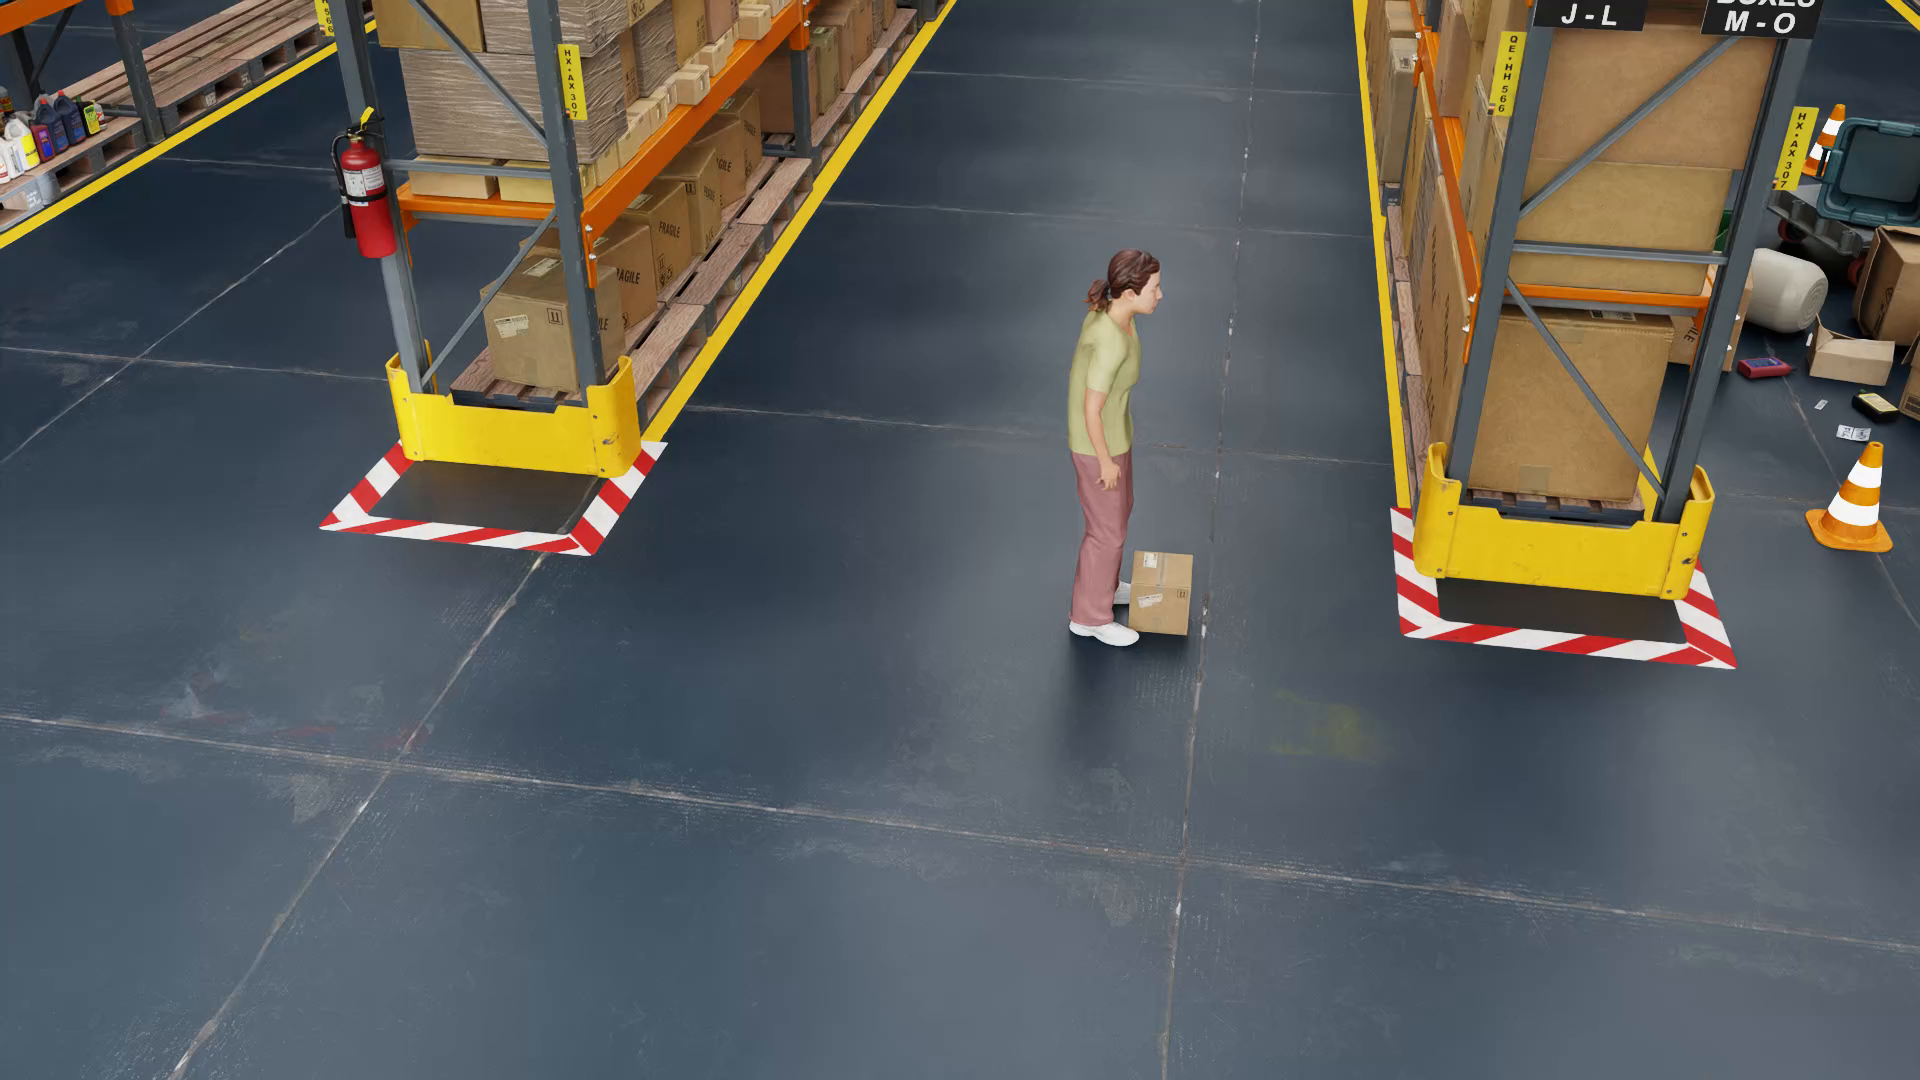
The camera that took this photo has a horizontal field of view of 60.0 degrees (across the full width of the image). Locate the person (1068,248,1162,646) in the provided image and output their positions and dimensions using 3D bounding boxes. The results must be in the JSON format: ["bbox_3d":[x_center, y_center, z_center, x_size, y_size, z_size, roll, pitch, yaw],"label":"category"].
[{"bbox_3d":[0.613,-0.391,6.752,0.357,1.673,0.499,6,33,9],"label":"person"}]
